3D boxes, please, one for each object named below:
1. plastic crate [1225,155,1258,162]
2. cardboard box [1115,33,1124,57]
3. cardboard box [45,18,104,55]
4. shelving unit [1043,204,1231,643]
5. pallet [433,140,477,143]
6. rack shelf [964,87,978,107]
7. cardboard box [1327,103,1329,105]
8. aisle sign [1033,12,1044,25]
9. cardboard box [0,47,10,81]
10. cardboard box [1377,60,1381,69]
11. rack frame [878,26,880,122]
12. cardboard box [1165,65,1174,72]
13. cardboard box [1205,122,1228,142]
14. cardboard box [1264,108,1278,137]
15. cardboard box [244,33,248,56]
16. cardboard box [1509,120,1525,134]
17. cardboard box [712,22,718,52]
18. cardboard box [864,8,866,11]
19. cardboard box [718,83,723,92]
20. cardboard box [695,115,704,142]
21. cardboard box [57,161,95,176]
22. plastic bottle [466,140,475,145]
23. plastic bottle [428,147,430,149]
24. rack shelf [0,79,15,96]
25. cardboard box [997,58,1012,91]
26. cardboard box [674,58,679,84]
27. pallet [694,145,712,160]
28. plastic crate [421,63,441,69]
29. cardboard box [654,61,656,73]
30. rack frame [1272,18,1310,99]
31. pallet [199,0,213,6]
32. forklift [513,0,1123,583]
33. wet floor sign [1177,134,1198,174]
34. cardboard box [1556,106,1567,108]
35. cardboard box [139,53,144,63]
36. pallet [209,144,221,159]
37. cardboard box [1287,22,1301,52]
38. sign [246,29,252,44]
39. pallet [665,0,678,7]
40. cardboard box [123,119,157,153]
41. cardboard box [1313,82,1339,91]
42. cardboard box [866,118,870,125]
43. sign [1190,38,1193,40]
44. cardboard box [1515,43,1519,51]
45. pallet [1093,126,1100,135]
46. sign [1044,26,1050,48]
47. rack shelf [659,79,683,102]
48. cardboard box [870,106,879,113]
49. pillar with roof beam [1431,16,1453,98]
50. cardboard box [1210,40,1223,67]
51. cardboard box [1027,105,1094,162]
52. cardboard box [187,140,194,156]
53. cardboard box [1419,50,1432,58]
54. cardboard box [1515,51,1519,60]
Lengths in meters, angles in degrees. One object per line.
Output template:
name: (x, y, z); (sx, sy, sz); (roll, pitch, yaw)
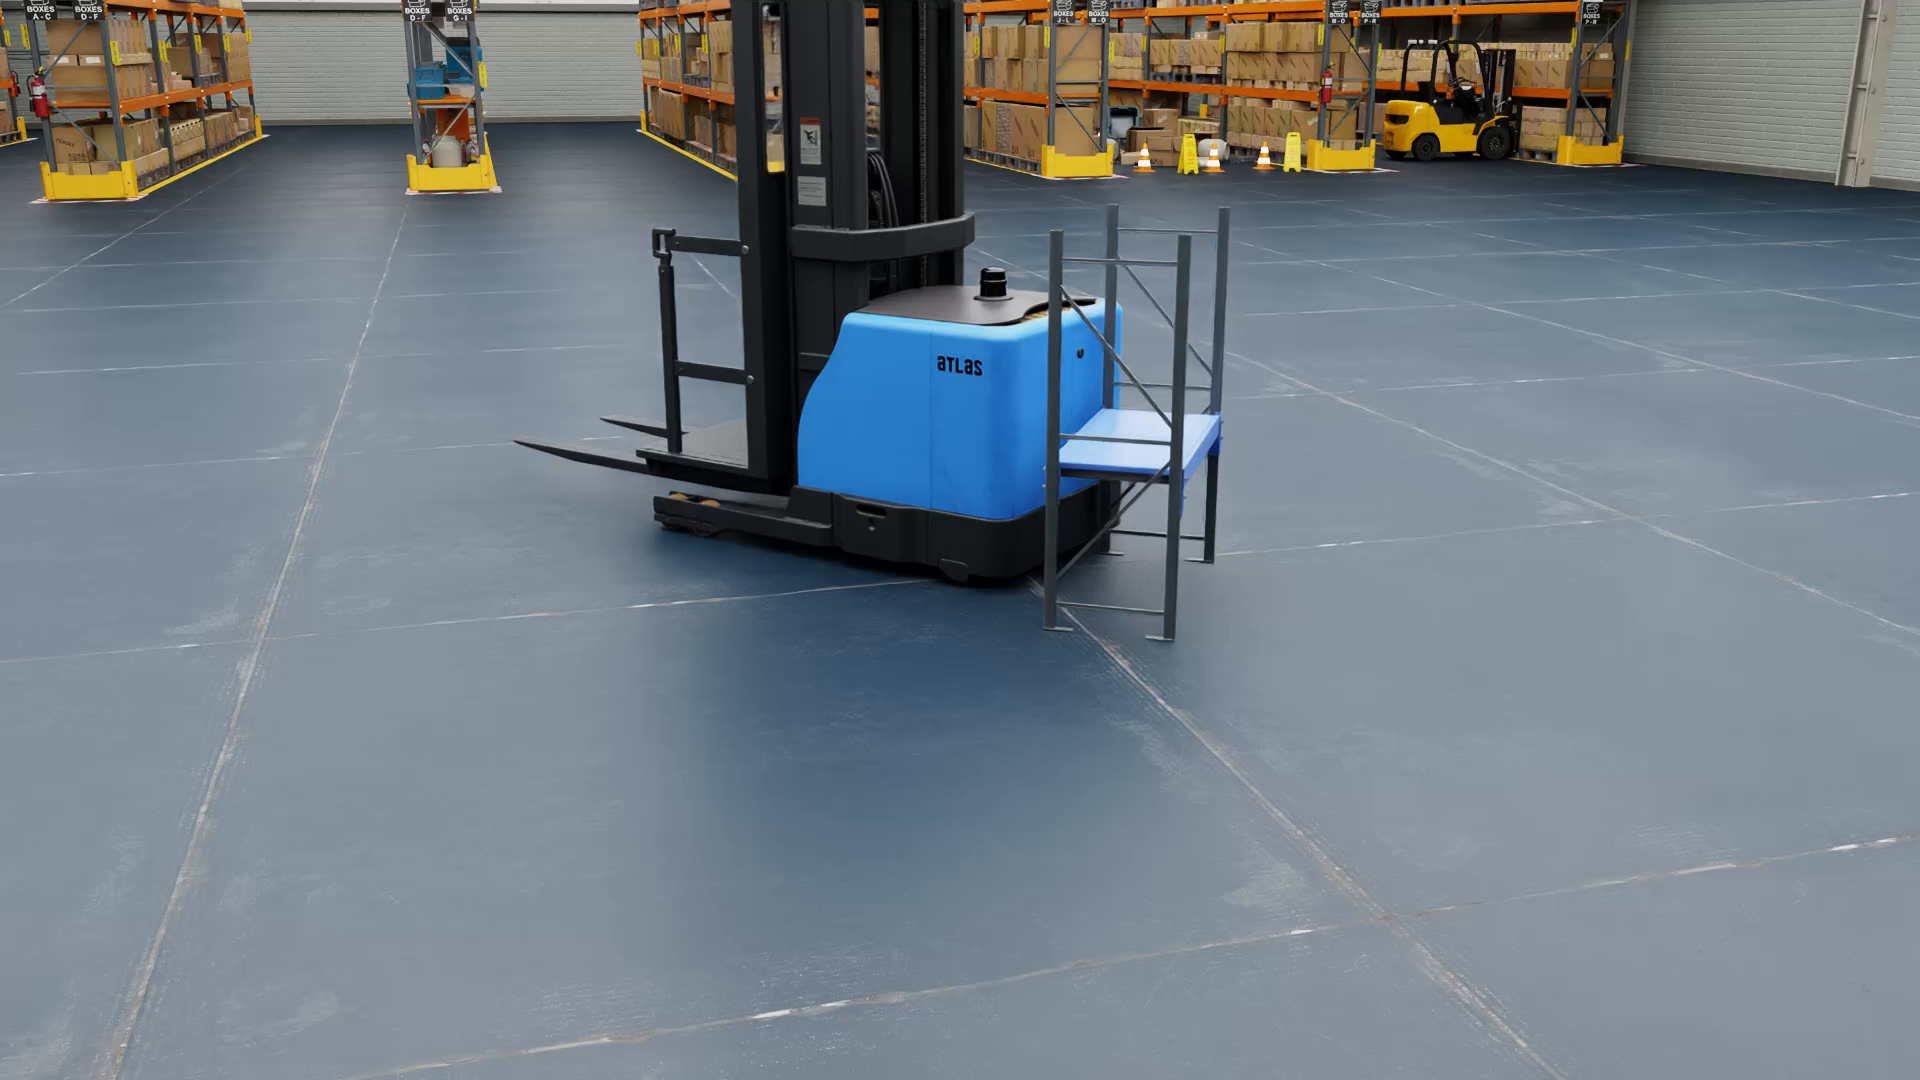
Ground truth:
plastic crate: (5.208, -7.111, 30.986); (0.402, 0.080, 0.583); (-12, 20, -34)
cardboard box: (3.793, -11.043, 37.090); (0.500, 0.500, 0.500); (-5, 17, -15)
cardboard box: (-12.521, -7.150, 23.613); (0.700, 0.500, 0.500); (-5, 17, -15)
shelving unit: (0.705, -0.500, 6.511); (0.538, 1.500, 1.048); (5, 17, 16)
pallet: (-10.082, -7.819, 33.115); (1.003, 0.211, 1.213); (-5, 17, -15)
rack shelf: (0.284, -8.798, 32.777); (1.077, 0.370, 4.000); (-5, 17, -15)
cardboard box: (8.694, -10.166, 38.567); (0.380, 0.149, 0.250); (-4, 17, -14)
aisle sign: (1.968, -13.570, 42.894); (0.394, 0.787, 0.004); (-5, 17, -15)
cardboard box: (-21.399, -10.373, 36.248); (0.980, 0.700, 0.700); (-4, 17, -13)
cardboard box: (9.261, -10.395, 36.236); (0.500, 0.250, 0.500); (-4, 17, -14)
rack frame: (-1.365, -10.802, 38.199); (1.000, 3.000, 0.127); (-5, 17, -15)
cardboard box: (4.508, -9.853, 34.747); (0.380, 0.149, 0.250); (-5, 17, -15)
cardboard box: (5.418, -8.096, 33.028); (0.950, 0.372, 0.625); (-4, 17, -15)
cardboard box: (5.915, -7.631, 30.387); (0.500, 0.500, 0.500); (-5, 17, -17)
cardboard box: (-16.401, -11.187, 37.570); (0.500, 0.500, 0.500); (-5, 17, -16)
cardboard box: (10.712, -7.810, 31.418); (0.500, 0.250, 0.500); (-5, 17, -17)
cardboard box: (-3.946, -8.611, 28.477); (0.500, 0.500, 0.500); (-5, 17, -15)
cardboard box: (-2.026, -12.561, 39.100); (0.500, 0.250, 0.500); (-5, 17, -16)
cardboard box: (-3.935, -7.743, 28.453); (0.380, 0.149, 0.250); (-5, 17, -15)
cardboard box: (-4.860, -8.161, 32.987); (0.700, 0.500, 0.500); (-6, 18, -18)
cardboard box: (-12.822, -5.346, 24.083); (0.500, 0.250, 0.500); (-5, 17, -15)
plastic bottle: (-8.272, -6.620, 28.116); (0.144, 0.351, 0.185); (-5, 17, -17)
plastic bottle: (-8.634, -6.217, 26.904); (0.152, 0.276, 0.135); (-5, 17, -17)
rack shelf: (-21.000, -9.472, 35.020); (1.077, 0.370, 4.000); (-5, 17, -15)
cardboard box: (1.154, -8.251, 29.445); (0.875, 0.550, 0.550); (-5, 17, -15)
cardboard box: (-5.568, -9.635, 34.138); (0.500, 0.500, 0.500); (-5, 17, -16)
pallet: (-4.518, -7.443, 31.863); (1.003, 0.211, 1.213); (-5, 17, -15)
plastic crate: (-9.153, -7.974, 28.672); (0.402, 0.464, 0.583); (-5, 17, -15)
cardboard box: (-6.680, -10.753, 37.778); (0.500, 0.250, 0.500); (-4, 17, -14)
rack frame: (8.138, -11.615, 40.904); (1.000, 3.000, 0.127); (-5, 17, -15)
pallet: (-15.288, -10.530, 32.405); (1.213, 0.211, 1.003); (-5, 17, -15)
forklift: (-0.796, -1.534, 7.463); (3.031, 2.935, 1.130); (11, 20, 32)
wet floor sign: (3.844, -6.504, 27.982); (0.267, 0.644, 0.232); (-8, 18, -25)
cardboard box: (11.345, -7.944, 30.997); (0.500, 0.250, 0.500); (-5, 17, -15)
cardboard box: (-12.995, -7.530, 26.004); (0.380, 0.149, 0.250); (-5, 17, -15)
pallet: (-14.758, -7.423, 31.798); (1.003, 0.211, 1.213); (-5, 17, -15)
cardboard box: (6.182, -8.836, 29.224); (0.700, 0.500, 0.500); (-5, 17, -15)
sign: (-16.248, -11.506, 37.981); (0.100, 0.325, 0.005); (-5, 17, -15)
pallet: (-5.291, -10.851, 33.477); (1.213, 0.211, 1.003); (-4, 17, -13)
cardboard box: (-12.885, -6.298, 25.950); (0.500, 0.500, 0.500); (-5, 17, -15)
cardboard box: (6.356, -7.868, 28.869); (0.380, 0.149, 0.250); (-4, 17, -13)
cardboard box: (-2.085, -10.006, 39.773); (0.380, 0.149, 0.250); (-5, 17, -15)
sign: (4.985, -10.677, 35.907); (0.100, 0.325, 0.005); (-5, 17, -15)
cardboard box: (10.707, -9.303, 31.389); (0.380, 0.149, 0.250); (-4, 17, -14)
pallet: (3.651, -9.678, 39.305); (1.003, 0.211, 1.213); (-5, 17, -15)
sign: (1.407, -8.112, 26.818); (0.100, 0.325, 0.005); (-5, 17, -15)
rack shelf: (-5.613, -9.540, 35.248); (1.077, 0.370, 4.000); (-5, 17, -15)
cardboard box: (-1.897, -10.136, 39.174); (0.380, 0.149, 0.250); (-5, 17, -16)
pillar with roof beam: (6.323, -12.752, 34.262); (9.100, 9.000, 0.400); (-5, 17, -15)
cardboard box: (5.217, -9.510, 32.475); (0.500, 0.500, 0.500); (-5, 17, -16)
cardboard box: (1.683, -6.849, 28.001); (0.875, 0.875, 0.875); (-5, 17, -15)
cardboard box: (-13.785, -6.883, 29.203); (0.500, 0.250, 0.500); (-4, 17, -14)
cardboard box: (9.724, -10.041, 34.365); (0.380, 0.149, 0.250); (-5, 18, -17)
cardboard box: (10.713, -9.157, 31.420); (0.380, 0.149, 0.250); (-5, 17, -16)
